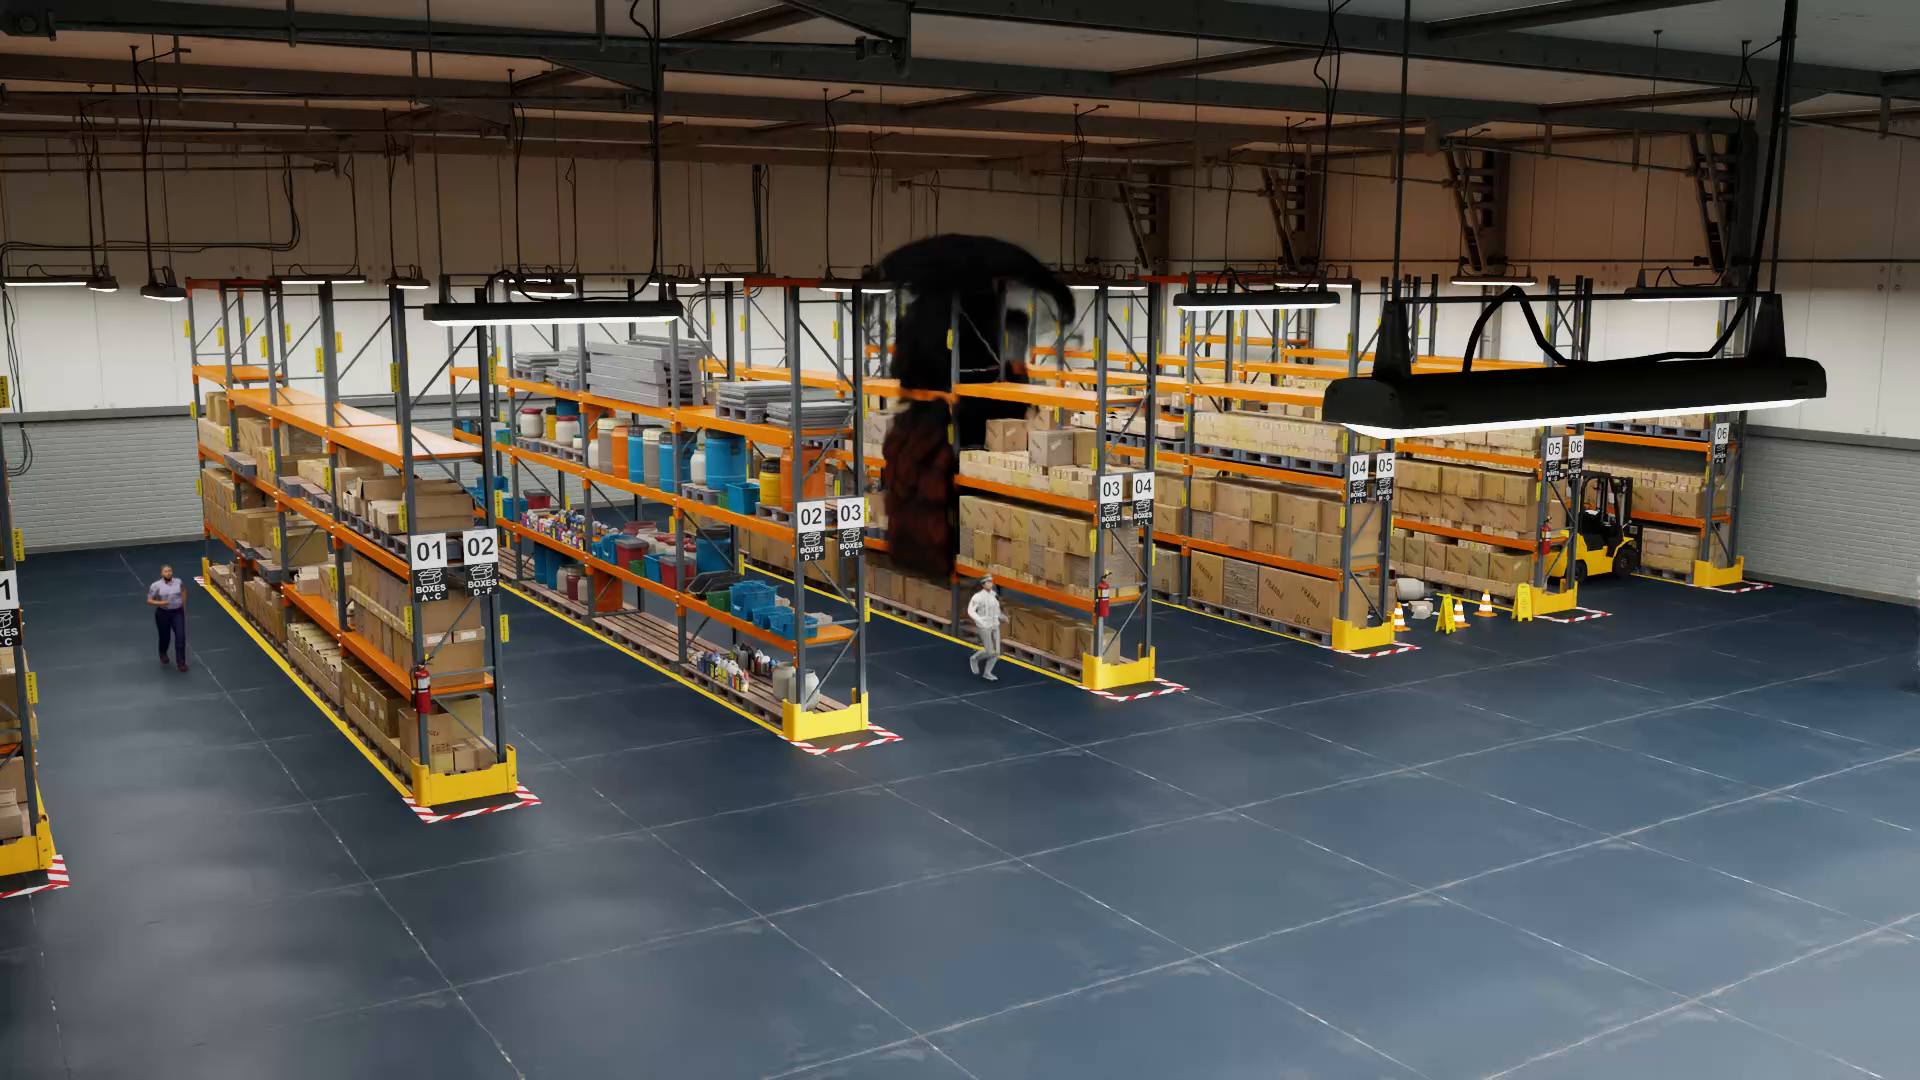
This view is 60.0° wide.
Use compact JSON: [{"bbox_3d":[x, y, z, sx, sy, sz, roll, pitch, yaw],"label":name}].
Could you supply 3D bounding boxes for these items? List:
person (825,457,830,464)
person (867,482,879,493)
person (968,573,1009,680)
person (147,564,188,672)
[{"bbox_3d":[-3.268,-1.137,39.958,0.615,1.620,0.799,2,10,13],"label":"person"},{"bbox_3d":[-1.822,-0.379,35.152,0.603,1.742,0.839,-7,12,-36],"label":"person"},{"bbox_3d":[0.427,1.308,25.266,0.614,1.648,0.571,-9,13,-42],"label":"person"},{"bbox_3d":[-12.294,1.194,25.886,0.612,1.615,0.894,-8,12,-38],"label":"person"}]
